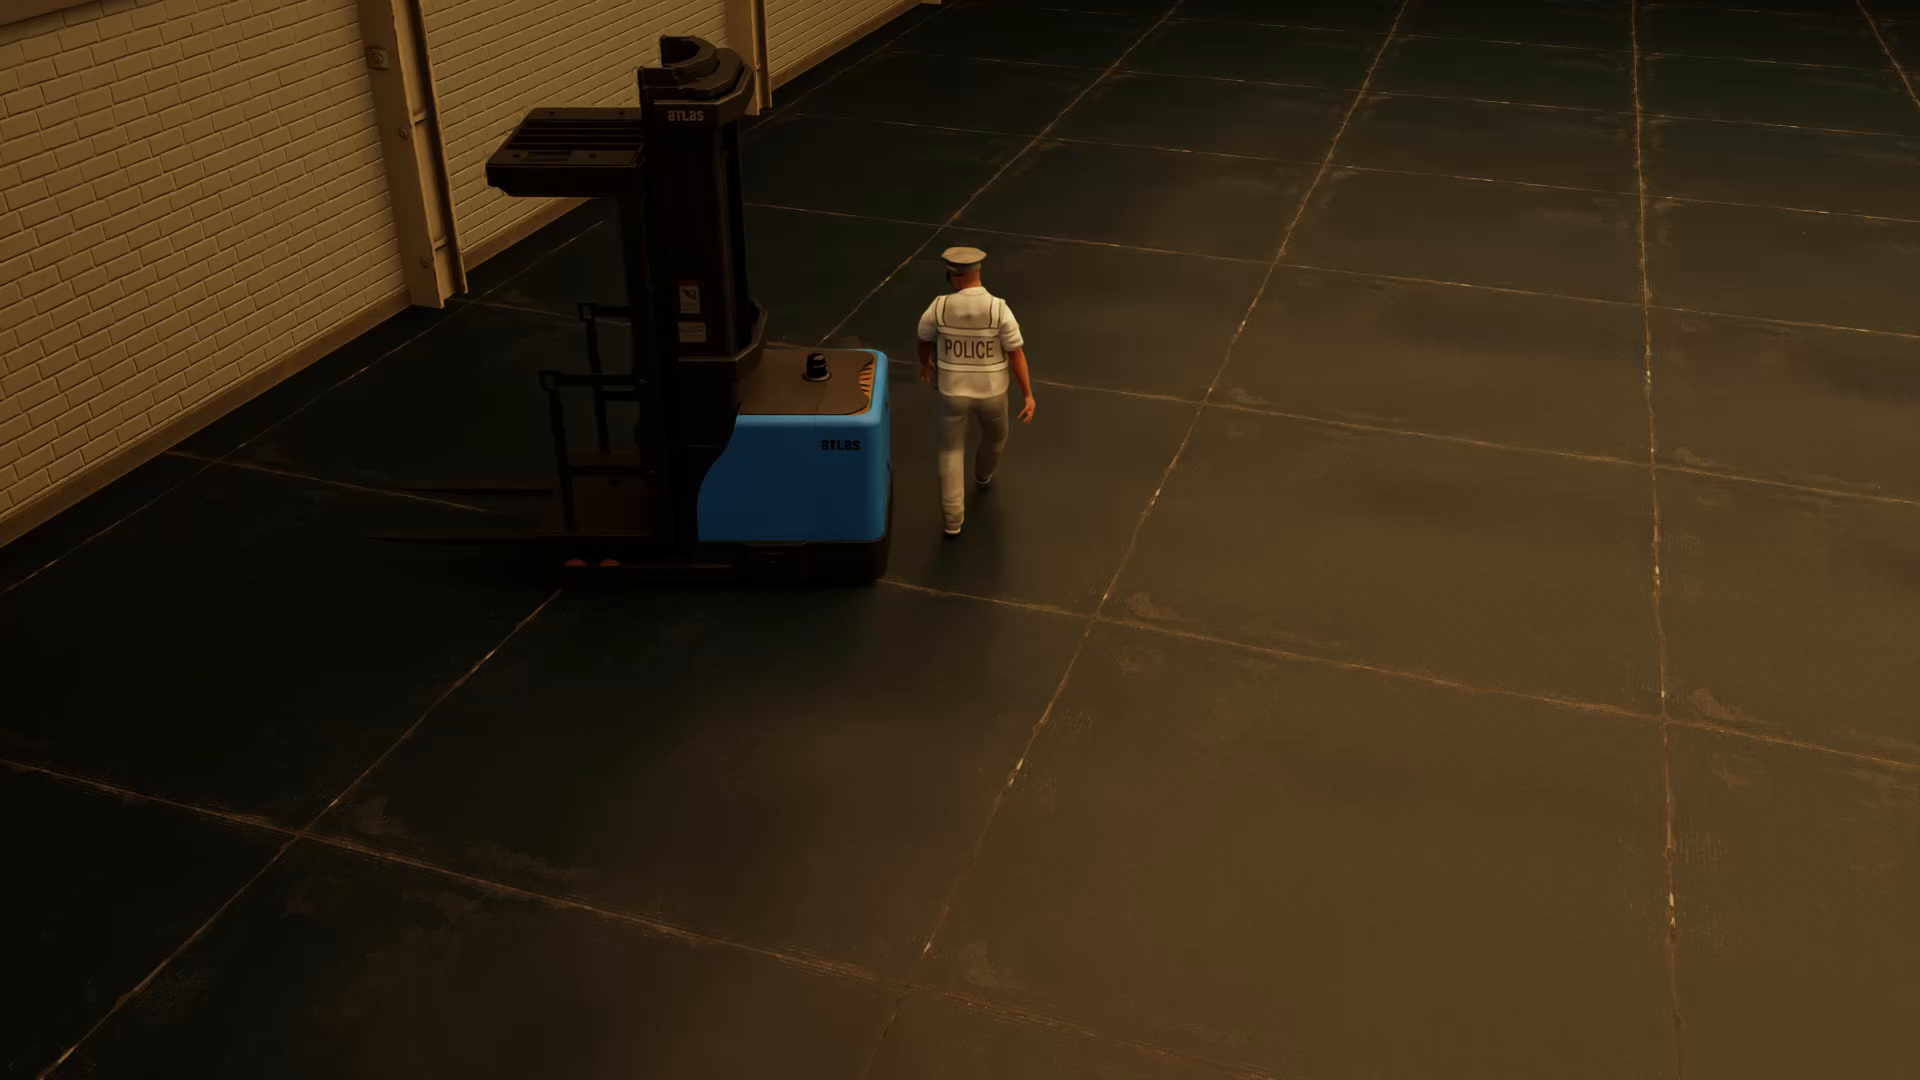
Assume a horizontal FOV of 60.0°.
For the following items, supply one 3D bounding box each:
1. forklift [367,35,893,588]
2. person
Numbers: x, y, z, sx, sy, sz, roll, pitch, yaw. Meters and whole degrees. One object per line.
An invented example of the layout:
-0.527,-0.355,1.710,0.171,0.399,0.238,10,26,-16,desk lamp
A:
-1.936,-1.256,9.340,3.031,2.935,1.130,0,30,0,forklift
0.101,-0.974,10.097,0.718,1.696,0.924,1,30,2,person
